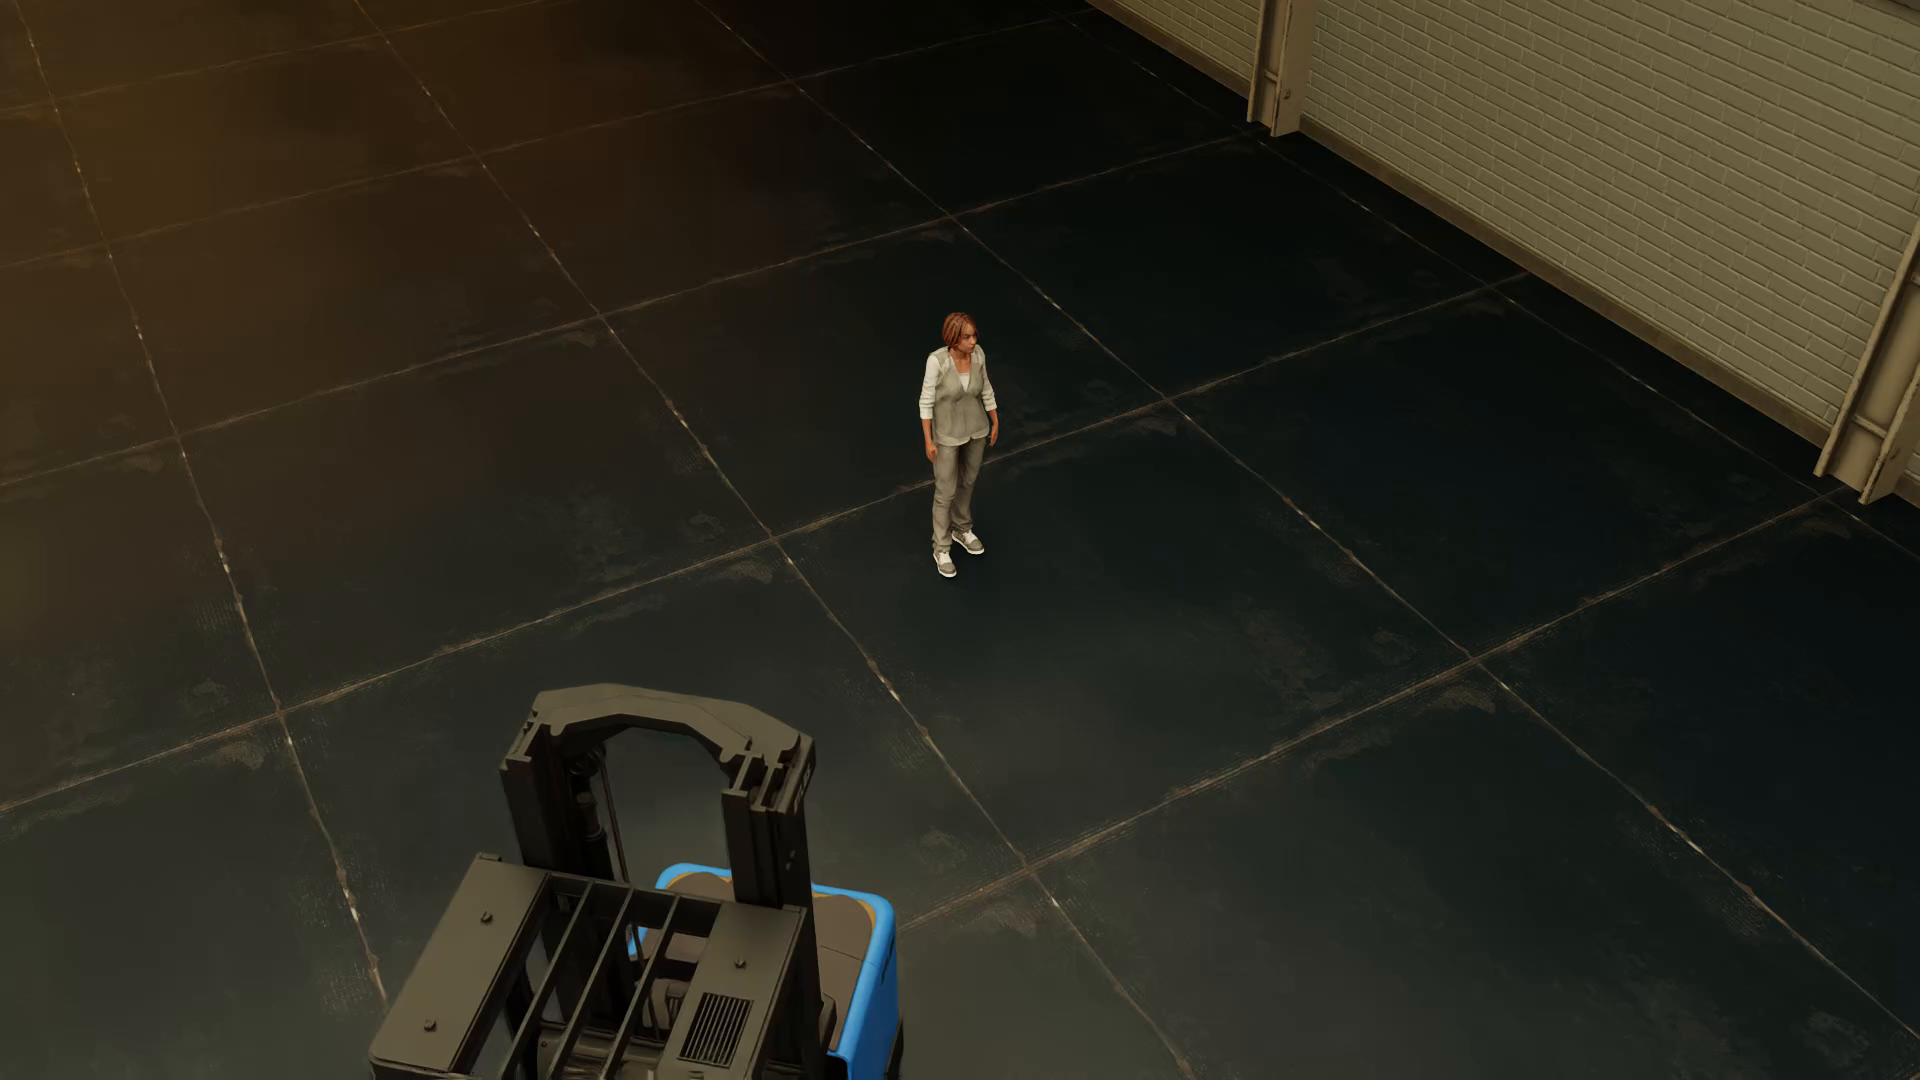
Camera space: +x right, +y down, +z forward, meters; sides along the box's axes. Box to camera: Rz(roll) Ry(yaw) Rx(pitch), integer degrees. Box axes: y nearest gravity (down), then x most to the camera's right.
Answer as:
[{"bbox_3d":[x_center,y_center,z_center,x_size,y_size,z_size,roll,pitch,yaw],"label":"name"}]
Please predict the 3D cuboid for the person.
[{"bbox_3d":[0.025,-0.575,9.762,0.520,1.599,0.473,-20,44,-23],"label":"person"}]

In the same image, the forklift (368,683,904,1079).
[{"bbox_3d":[-1.056,2.034,5.583,1.130,2.935,3.031,8,40,9],"label":"forklift"}]
